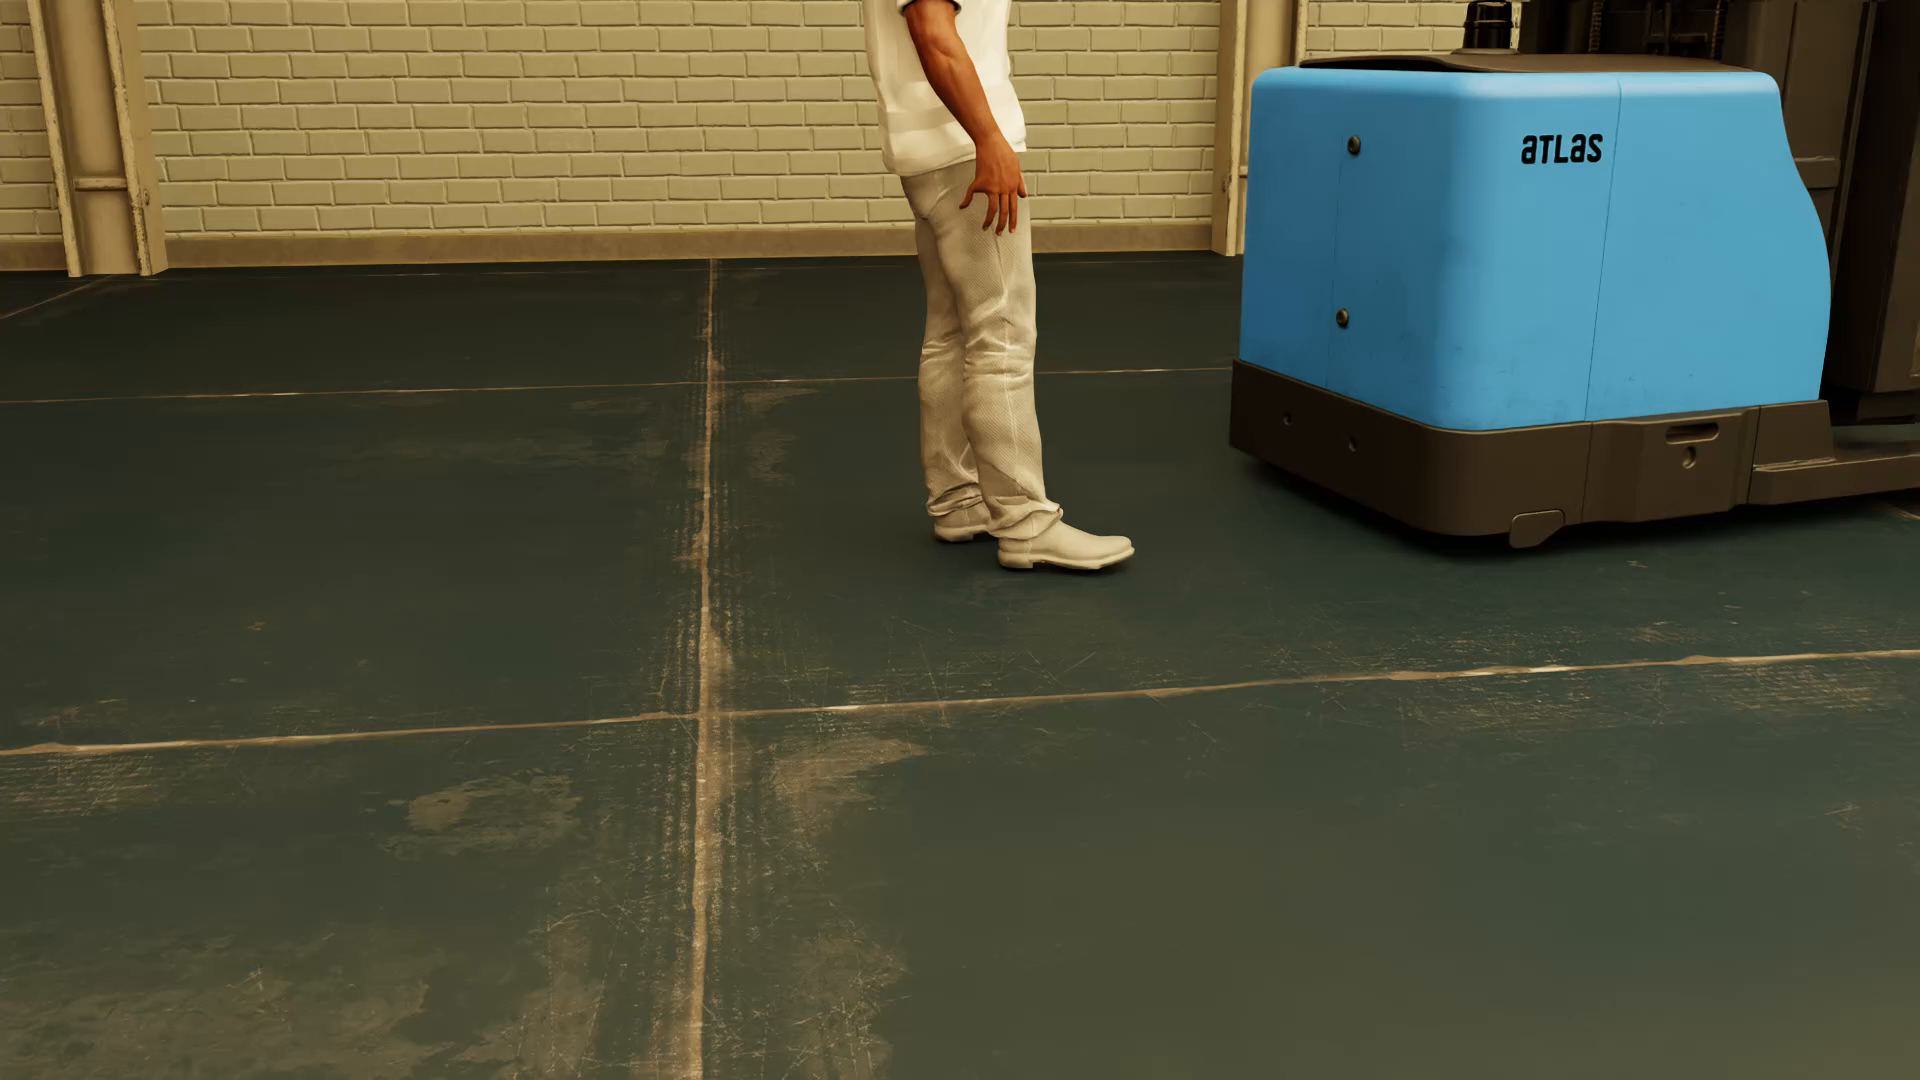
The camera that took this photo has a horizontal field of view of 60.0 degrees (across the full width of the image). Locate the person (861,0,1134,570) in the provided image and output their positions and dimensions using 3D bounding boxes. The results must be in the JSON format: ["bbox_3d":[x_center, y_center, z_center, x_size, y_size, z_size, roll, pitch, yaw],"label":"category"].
[{"bbox_3d":[0.069,-0.854,3.713,0.577,1.765,0.666,-2,17,-8],"label":"person"}]

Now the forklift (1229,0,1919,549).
[{"bbox_3d":[2.317,-1.626,4.283,3.031,2.935,1.130,-6,18,-19],"label":"forklift"}]
